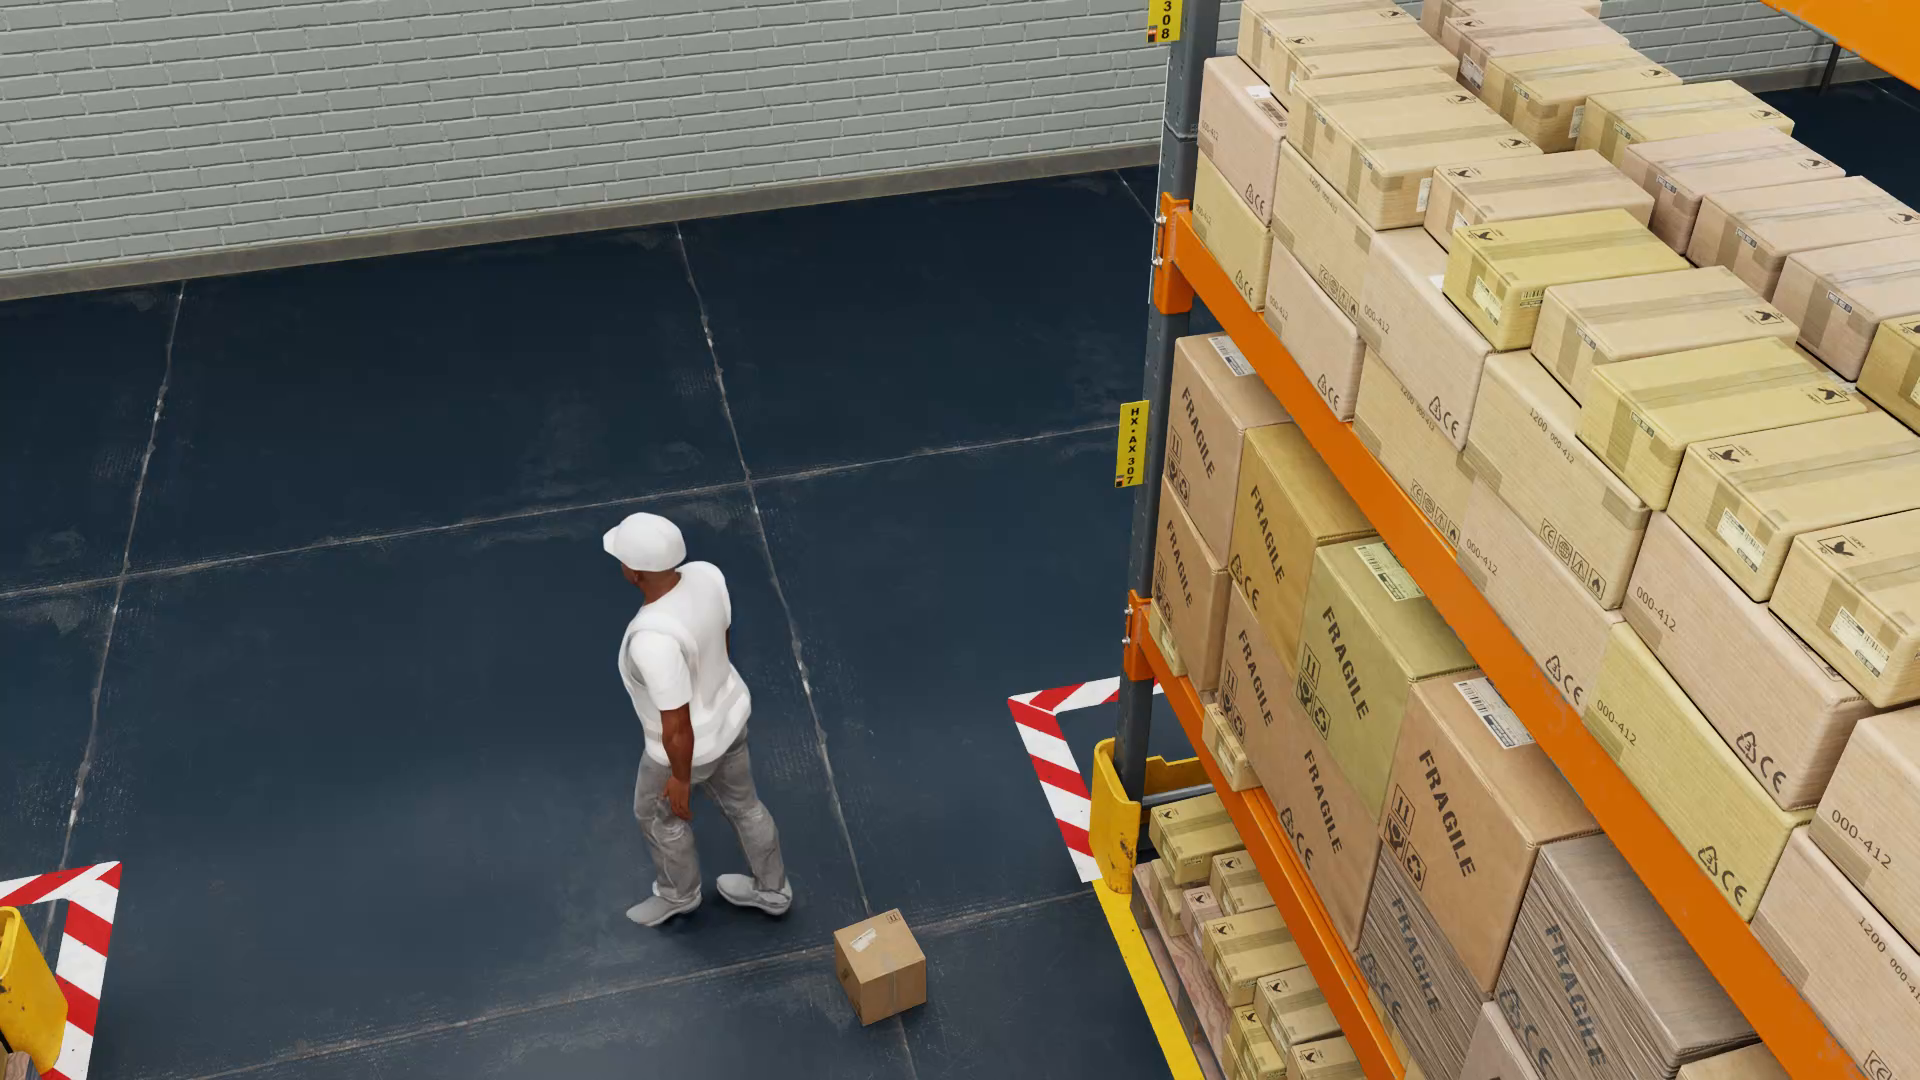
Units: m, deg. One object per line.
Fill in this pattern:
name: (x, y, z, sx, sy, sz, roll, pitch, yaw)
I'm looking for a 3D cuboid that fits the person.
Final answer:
person: (-0.909, 0.683, 5.850, 0.612, 1.798, 0.629, 13, 40, 17)
